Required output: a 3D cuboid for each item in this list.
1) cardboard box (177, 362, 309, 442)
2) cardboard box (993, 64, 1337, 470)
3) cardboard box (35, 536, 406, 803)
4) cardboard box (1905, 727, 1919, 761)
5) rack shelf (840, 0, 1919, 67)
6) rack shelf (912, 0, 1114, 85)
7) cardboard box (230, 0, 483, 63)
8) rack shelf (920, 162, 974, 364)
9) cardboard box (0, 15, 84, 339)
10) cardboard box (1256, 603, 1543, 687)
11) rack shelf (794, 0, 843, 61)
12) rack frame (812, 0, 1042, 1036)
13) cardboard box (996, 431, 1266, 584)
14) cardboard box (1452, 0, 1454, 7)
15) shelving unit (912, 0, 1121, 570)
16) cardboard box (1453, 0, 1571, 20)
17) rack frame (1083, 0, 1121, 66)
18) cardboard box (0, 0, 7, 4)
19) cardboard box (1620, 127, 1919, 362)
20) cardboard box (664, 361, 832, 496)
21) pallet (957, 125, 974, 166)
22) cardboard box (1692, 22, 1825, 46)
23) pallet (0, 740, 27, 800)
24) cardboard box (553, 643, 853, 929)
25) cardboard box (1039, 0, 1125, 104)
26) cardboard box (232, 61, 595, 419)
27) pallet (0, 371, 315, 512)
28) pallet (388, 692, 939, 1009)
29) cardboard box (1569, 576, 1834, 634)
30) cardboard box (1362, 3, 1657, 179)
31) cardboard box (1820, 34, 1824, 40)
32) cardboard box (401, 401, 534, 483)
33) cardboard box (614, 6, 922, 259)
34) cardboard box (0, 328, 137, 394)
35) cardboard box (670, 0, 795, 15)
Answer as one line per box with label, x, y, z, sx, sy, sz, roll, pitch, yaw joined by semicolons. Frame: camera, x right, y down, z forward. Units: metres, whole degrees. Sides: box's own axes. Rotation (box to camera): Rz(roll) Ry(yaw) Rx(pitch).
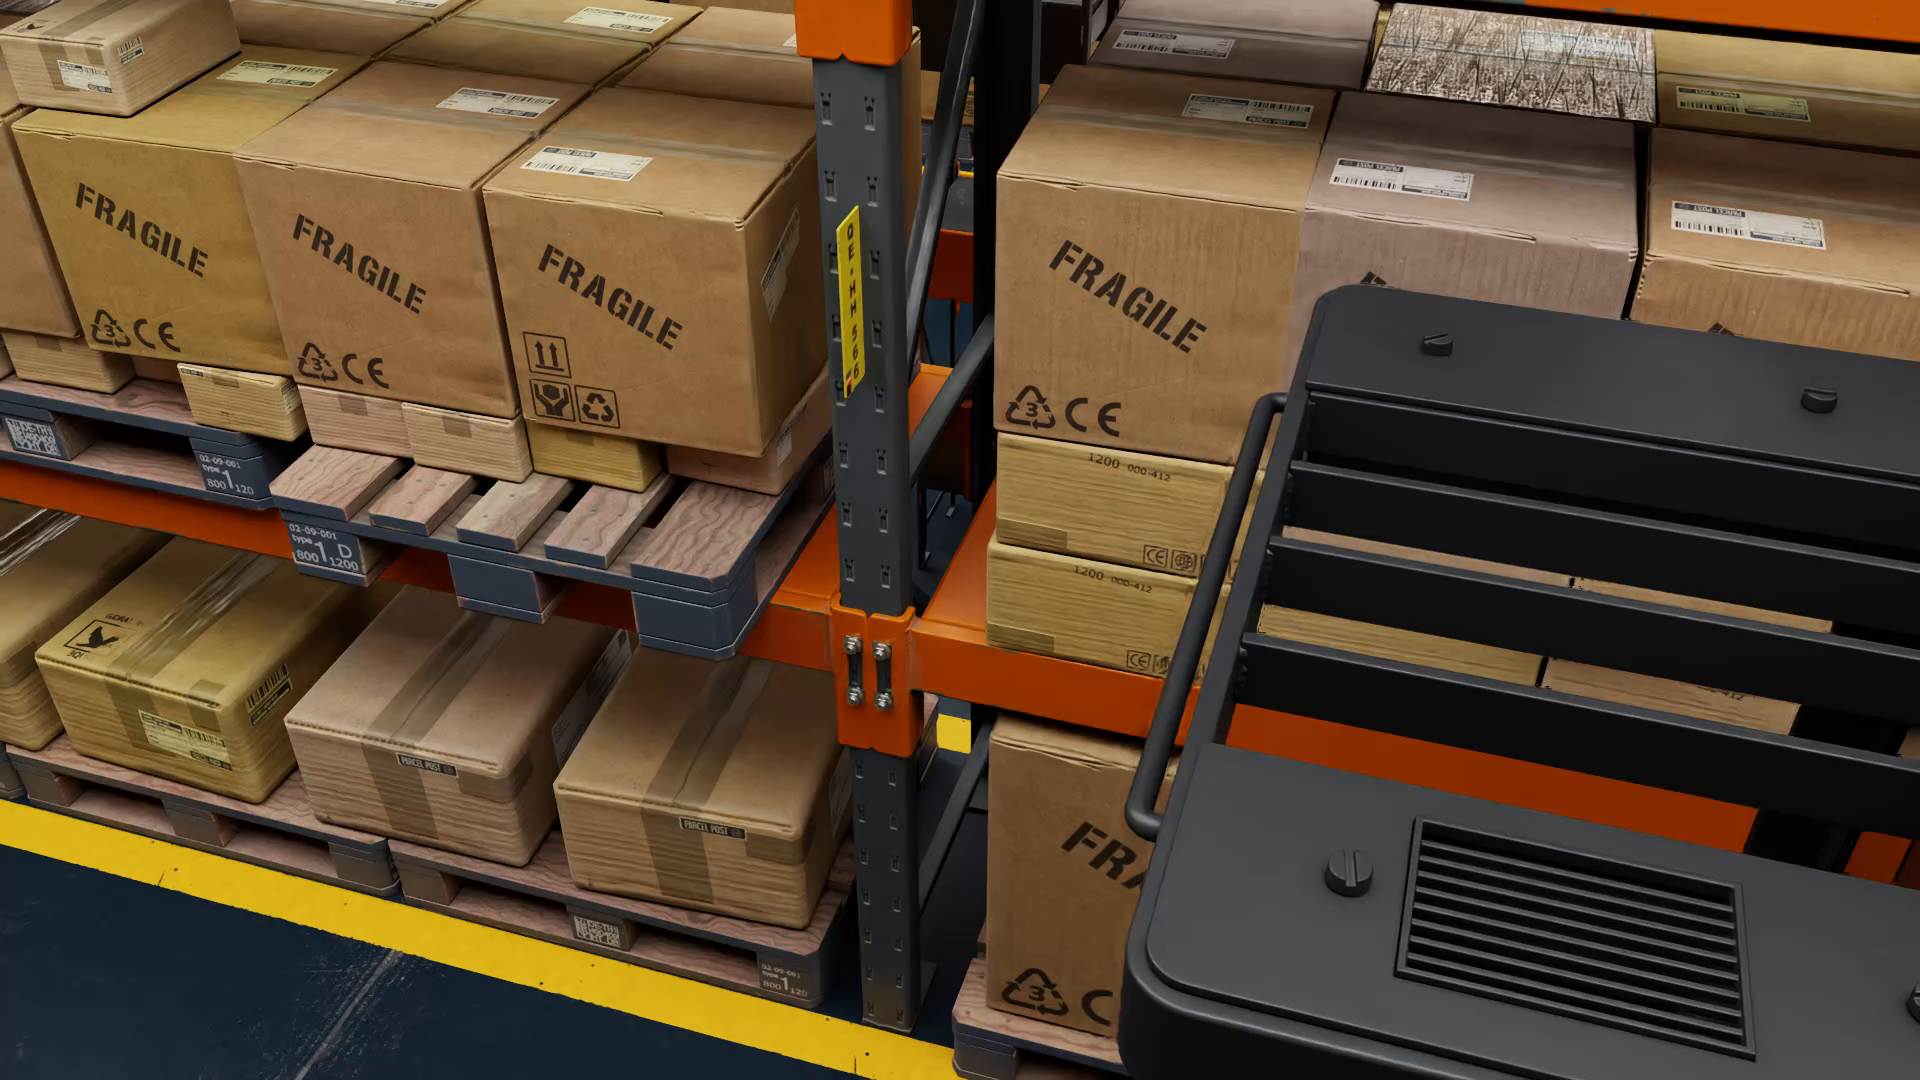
cardboard box;-1.452;-0.389;3.606;0.250;0.149;0.380;11;38;15
cardboard box;0.365;-0.498;2.969;0.500;0.500;0.500;9;37;12
cardboard box;-1.998;0.240;4.756;0.625;0.372;0.950;12;38;15
cardboard box;1.826;0.271;2.978;0.500;0.250;0.500;10;38;14
rack shelf;1.876;-0.846;2.445;4.000;0.370;1.077;10;38;14
rack shelf;0.158;-1.369;4.681;0.480;0.518;0.431;10;38;14
cardboard box;-1.402;-0.999;3.887;0.500;0.500;0.500;11;38;15
rack shelf;0.158;-0.805;5.096;0.480;0.518;0.431;10;38;14
cardboard box;-2.049;-0.804;3.622;0.500;0.500;0.500;9;37;12
cardboard box;0.855;0.089;3.225;0.500;0.250;0.500;9;37;13
rack shelf;-1.942;-1.553;3.405;4.000;0.370;1.077;10;38;14
rack frame;-0.033;-0.281;3.601;0.127;3.000;1.000;10;38;14
cardboard box;0.377;-0.192;3.186;0.500;0.250;0.500;10;38;14
cardboard box;2.078;-2.591;7.862;0.500;0.250;0.500;10;37;13
shelving unit;0.158;-0.816;5.088;0.503;2.100;0.431;10;38;14
cardboard box;2.417;-2.215;7.351;0.500;0.250;0.500;10;38;13
rack frame;0.391;-0.773;5.029;0.015;2.100;0.400;10;38;14
cardboard box;-2.377;-1.184;4.138;0.500;0.500;0.500;12;38;15
cardboard box;1.331;-0.316;2.721;0.500;0.500;0.500;12;38;15
cardboard box;-0.416;-0.274;3.449;0.250;0.149;0.380;12;38;16
pallet;0.617;-2.158;8.504;1.213;0.211;1.003;10;38;14
cardboard box;3.383;-2.029;7.098;0.500;0.250;0.500;9;37;12
pallet;-3.107;0.272;5.202;1.213;0.211;1.003;10;38;14
cardboard box;-0.569;0.503;4.399;0.625;0.372;0.950;8;37;11
cardboard box;0.792;-2.521;8.188;0.750;0.750;1.050;10;38;13
cardboard box;-1.046;-0.618;3.370;0.500;0.500;0.500;10;38;13
pallet;-1.935;-0.530;4.102;1.213;0.211;1.003;10;38;14
pallet;-0.778;0.703;4.616;1.213;0.211;1.003;10;38;14
cardboard box;1.342;-0.005;2.932;0.500;0.250;0.500;10;38;14
cardboard box;1.031;-0.694;3.235;0.500;0.500;0.500;11;38;15
cardboard box;4.029;-2.230;7.371;0.500;0.250;0.500;12;38;15
cardboard box;-0.947;-0.299;3.484;0.250;0.149;0.380;10;38;14
cardboard box;-0.393;-0.820;3.645;0.500;0.500;0.500;9;37;13
cardboard box;-1.918;-0.503;3.760;0.250;0.149;0.380;9;37;12
cardboard box;-0.932;-2.838;8.619;0.750;0.750;1.050;10;38;14
